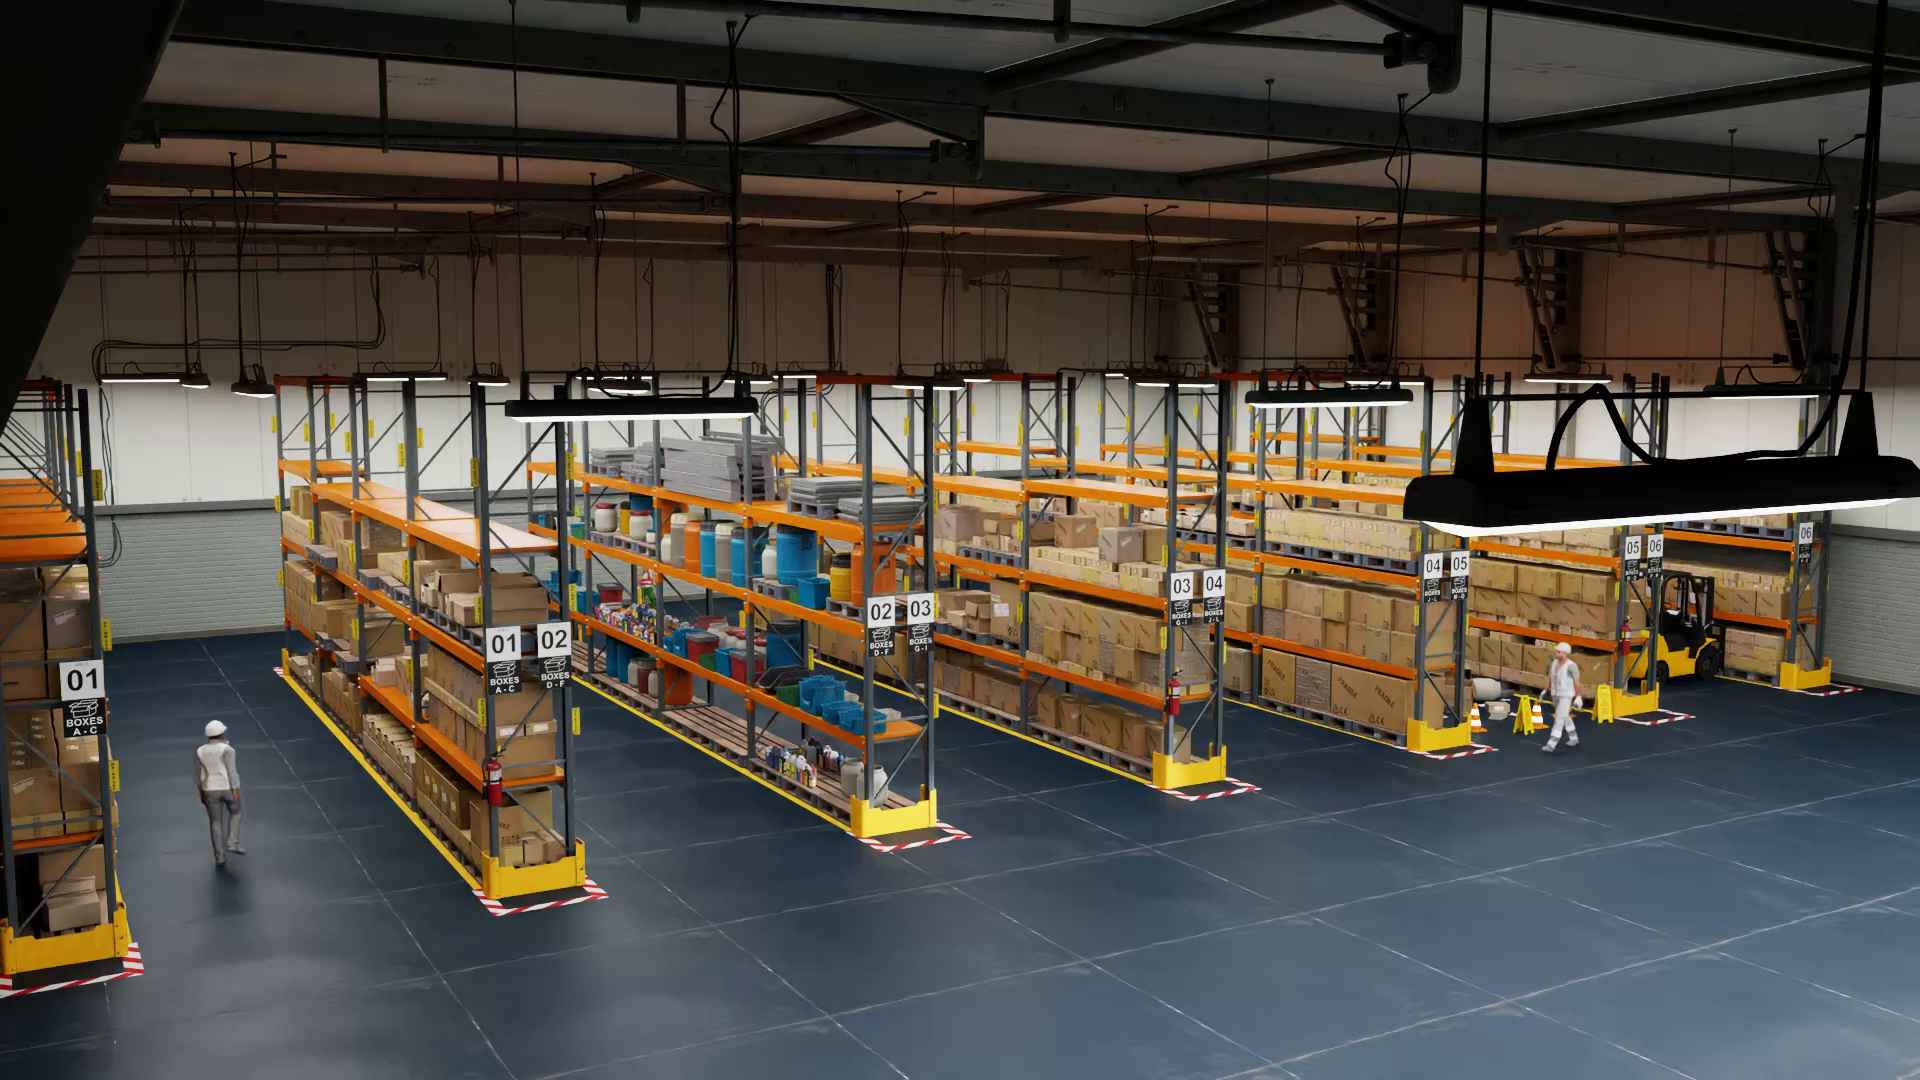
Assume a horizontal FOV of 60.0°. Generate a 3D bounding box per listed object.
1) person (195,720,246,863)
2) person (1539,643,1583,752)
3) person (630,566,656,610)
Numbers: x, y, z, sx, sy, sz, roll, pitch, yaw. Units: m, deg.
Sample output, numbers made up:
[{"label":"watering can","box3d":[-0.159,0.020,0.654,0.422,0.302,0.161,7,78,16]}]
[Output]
[{"label":"person","box3d":[-9.340,3.156,20.945,0.544,1.763,0.540,-2,7,-17]},{"label":"person","box3d":[9.679,2.518,26.814,1.010,1.747,0.602,-3,7,-26]},{"label":"person","box3d":[-7.490,1.104,39.838,1.081,1.746,0.512,-2,6,-16]}]
